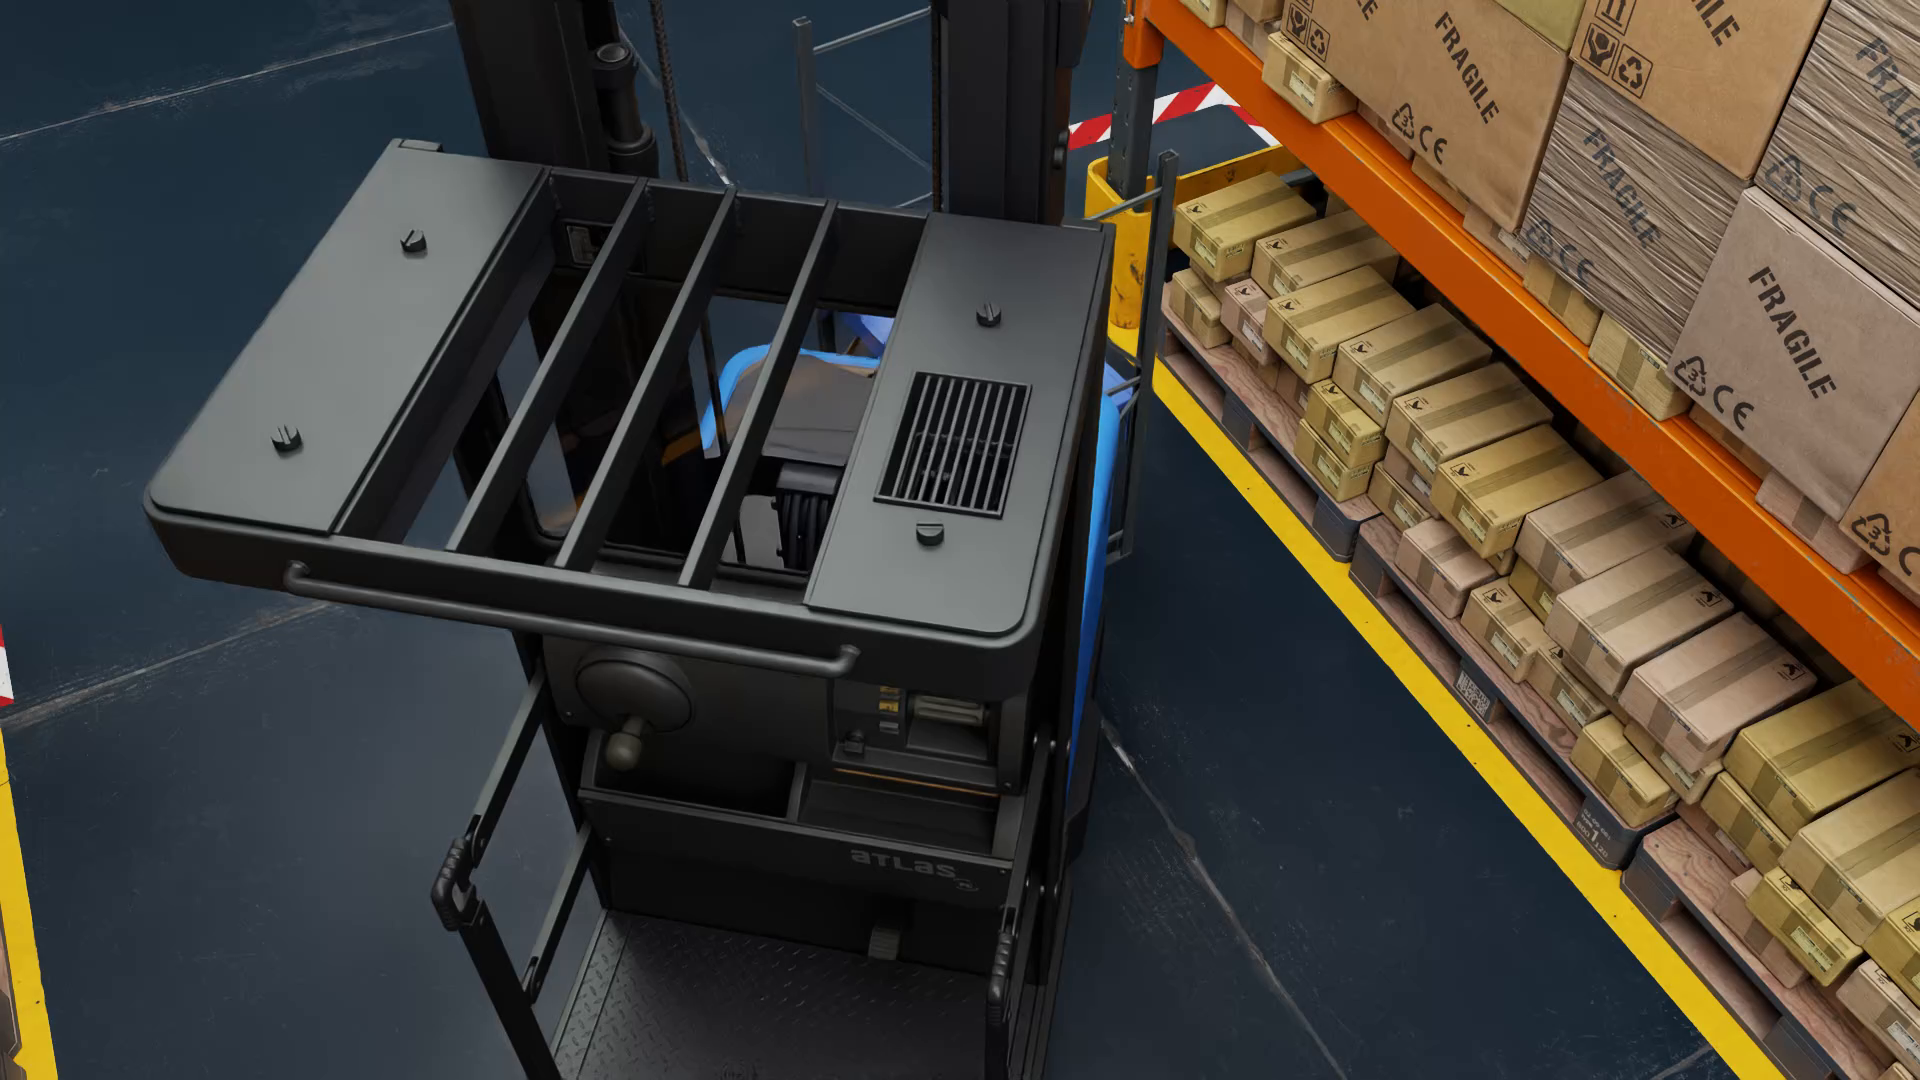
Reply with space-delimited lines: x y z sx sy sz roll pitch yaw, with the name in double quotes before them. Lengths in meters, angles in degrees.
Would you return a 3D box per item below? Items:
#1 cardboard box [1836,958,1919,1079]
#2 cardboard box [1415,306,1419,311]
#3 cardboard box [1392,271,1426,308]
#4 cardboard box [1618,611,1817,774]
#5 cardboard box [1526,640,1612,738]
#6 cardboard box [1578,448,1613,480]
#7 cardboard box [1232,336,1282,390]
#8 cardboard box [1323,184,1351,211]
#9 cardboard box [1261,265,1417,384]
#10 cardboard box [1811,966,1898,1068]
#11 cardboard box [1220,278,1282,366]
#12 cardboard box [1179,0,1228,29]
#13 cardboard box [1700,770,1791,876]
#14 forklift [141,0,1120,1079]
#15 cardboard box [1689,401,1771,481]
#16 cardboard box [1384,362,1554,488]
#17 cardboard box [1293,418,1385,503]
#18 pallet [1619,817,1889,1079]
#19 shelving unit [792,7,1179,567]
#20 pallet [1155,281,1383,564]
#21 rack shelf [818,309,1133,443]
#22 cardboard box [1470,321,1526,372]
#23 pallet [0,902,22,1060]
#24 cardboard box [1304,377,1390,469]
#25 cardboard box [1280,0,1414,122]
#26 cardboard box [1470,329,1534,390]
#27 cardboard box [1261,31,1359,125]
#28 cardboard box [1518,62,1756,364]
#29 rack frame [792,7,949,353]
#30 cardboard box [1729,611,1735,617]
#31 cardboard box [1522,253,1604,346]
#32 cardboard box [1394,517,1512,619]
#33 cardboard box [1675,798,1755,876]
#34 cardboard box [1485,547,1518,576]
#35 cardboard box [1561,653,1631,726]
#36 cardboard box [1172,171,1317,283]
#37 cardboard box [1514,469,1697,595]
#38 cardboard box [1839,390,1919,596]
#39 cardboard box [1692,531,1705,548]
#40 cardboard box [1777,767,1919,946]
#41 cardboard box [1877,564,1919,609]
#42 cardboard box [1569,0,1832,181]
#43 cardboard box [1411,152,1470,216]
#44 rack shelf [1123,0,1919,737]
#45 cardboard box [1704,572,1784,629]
"cardboard box" 2.247 1.016 3.786 0.380 0.149 0.250 -23 53 -19
"cardboard box" 1.612 -0.867 5.631 0.380 0.149 0.250 -20 52 -16
"cardboard box" 1.545 -0.934 5.492 0.380 0.149 0.250 -22 52 -18
"cardboard box" 1.886 0.377 4.148 0.380 0.149 0.250 -24 53 -19
"cardboard box" 1.793 0.357 4.560 0.380 0.149 0.250 -20 52 -17
"cardboard box" 2.062 -0.260 4.902 0.380 0.149 0.250 -19 51 -16
"cardboard box" 1.126 -0.677 5.464 0.380 0.149 0.250 -21 52 -18
"cardboard box" 1.446 -1.214 5.538 0.380 0.149 0.250 -21 52 -17
"cardboard box" 1.150 -0.657 5.052 0.380 0.149 0.250 -21 52 -18
"cardboard box" 2.281 1.045 3.959 0.380 0.149 0.250 -20 52 -17
"cardboard box" 1.065 -0.741 5.323 0.380 0.149 0.250 -21 52 -18
"cardboard box" 0.835 -1.673 4.887 0.380 0.149 0.250 -22 52 -18
"cardboard box" 2.081 0.641 4.114 0.380 0.149 0.250 -21 52 -17
"forklift" -0.369 0.382 2.969 1.130 2.935 3.031 8 49 7
"cardboard box" 1.870 -0.311 3.696 0.380 0.149 0.250 -22 52 -18
"cardboard box" 1.456 -0.331 4.766 0.380 0.149 0.250 -19 52 -16
"cardboard box" 1.265 -0.304 5.138 0.380 0.149 0.250 -21 52 -17
"pallet" 2.470 1.073 4.171 1.003 0.211 1.213 -21 52 -18
"shelving unit" 0.043 -0.679 4.847 0.538 1.500 1.048 -26 54 -21
"pallet" 1.353 -0.560 5.600 1.003 0.211 1.213 -21 52 -18
"rack shelf" 0.043 -0.560 4.983 0.538 0.185 1.000 -26 54 -21
"cardboard box" 1.803 -0.701 5.090 0.380 0.149 0.250 -23 53 -19
"pallet" -3.043 0.982 4.251 1.003 0.211 1.213 -21 52 -18
"cardboard box" 1.276 -0.398 5.023 0.380 0.149 0.250 -20 52 -16
"cardboard box" 1.205 -1.471 4.280 0.500 0.500 0.500 -21 52 -17
"cardboard box" 1.744 -0.565 5.169 0.380 0.149 0.250 -22 52 -18
"cardboard box" 1.064 -1.318 4.577 0.380 0.149 0.250 -23 53 -19
"cardboard box" 1.657 -0.800 3.693 0.500 0.500 0.500 -22 53 -18
"rack frame" -0.236 -0.999 5.127 0.500 1.500 0.032 -26 54 -21
"cardboard box" 2.298 0.184 4.712 0.380 0.149 0.250 -22 53 -18
"cardboard box" 1.594 -0.646 3.989 0.380 0.149 0.250 -19 52 -16
"cardboard box" 1.503 0.030 4.846 0.380 0.149 0.250 -24 53 -19
"cardboard box" 2.091 0.672 4.285 0.380 0.149 0.250 -22 52 -18
"cardboard box" 1.643 -0.086 4.750 0.380 0.149 0.250 -19 51 -16
"cardboard box" 1.842 0.291 4.420 0.380 0.149 0.250 -23 53 -19
"cardboard box" 0.916 -1.013 5.363 0.380 0.149 0.250 -23 53 -19
"cardboard box" 1.736 -0.004 4.480 0.380 0.149 0.250 -21 52 -17
"cardboard box" 2.099 -0.113 3.092 0.500 0.500 0.500 -23 53 -19
"cardboard box" 2.143 -0.160 4.617 0.380 0.149 0.250 -21 52 -17
"cardboard box" 2.142 0.727 3.842 0.380 0.149 0.250 -22 52 -18
"cardboard box" 2.129 0.034 3.395 0.380 0.149 0.250 -23 53 -19
"cardboard box" 1.638 -1.122 3.310 0.500 0.500 0.500 -23 53 -19
"cardboard box" 1.406 -1.002 4.300 0.380 0.149 0.250 -22 52 -18
"rack shelf" 1.893 -0.510 4.181 1.077 0.370 4.000 -21 52 -18
"cardboard box" 2.303 0.088 4.598 0.380 0.149 0.250 -22 52 -18
